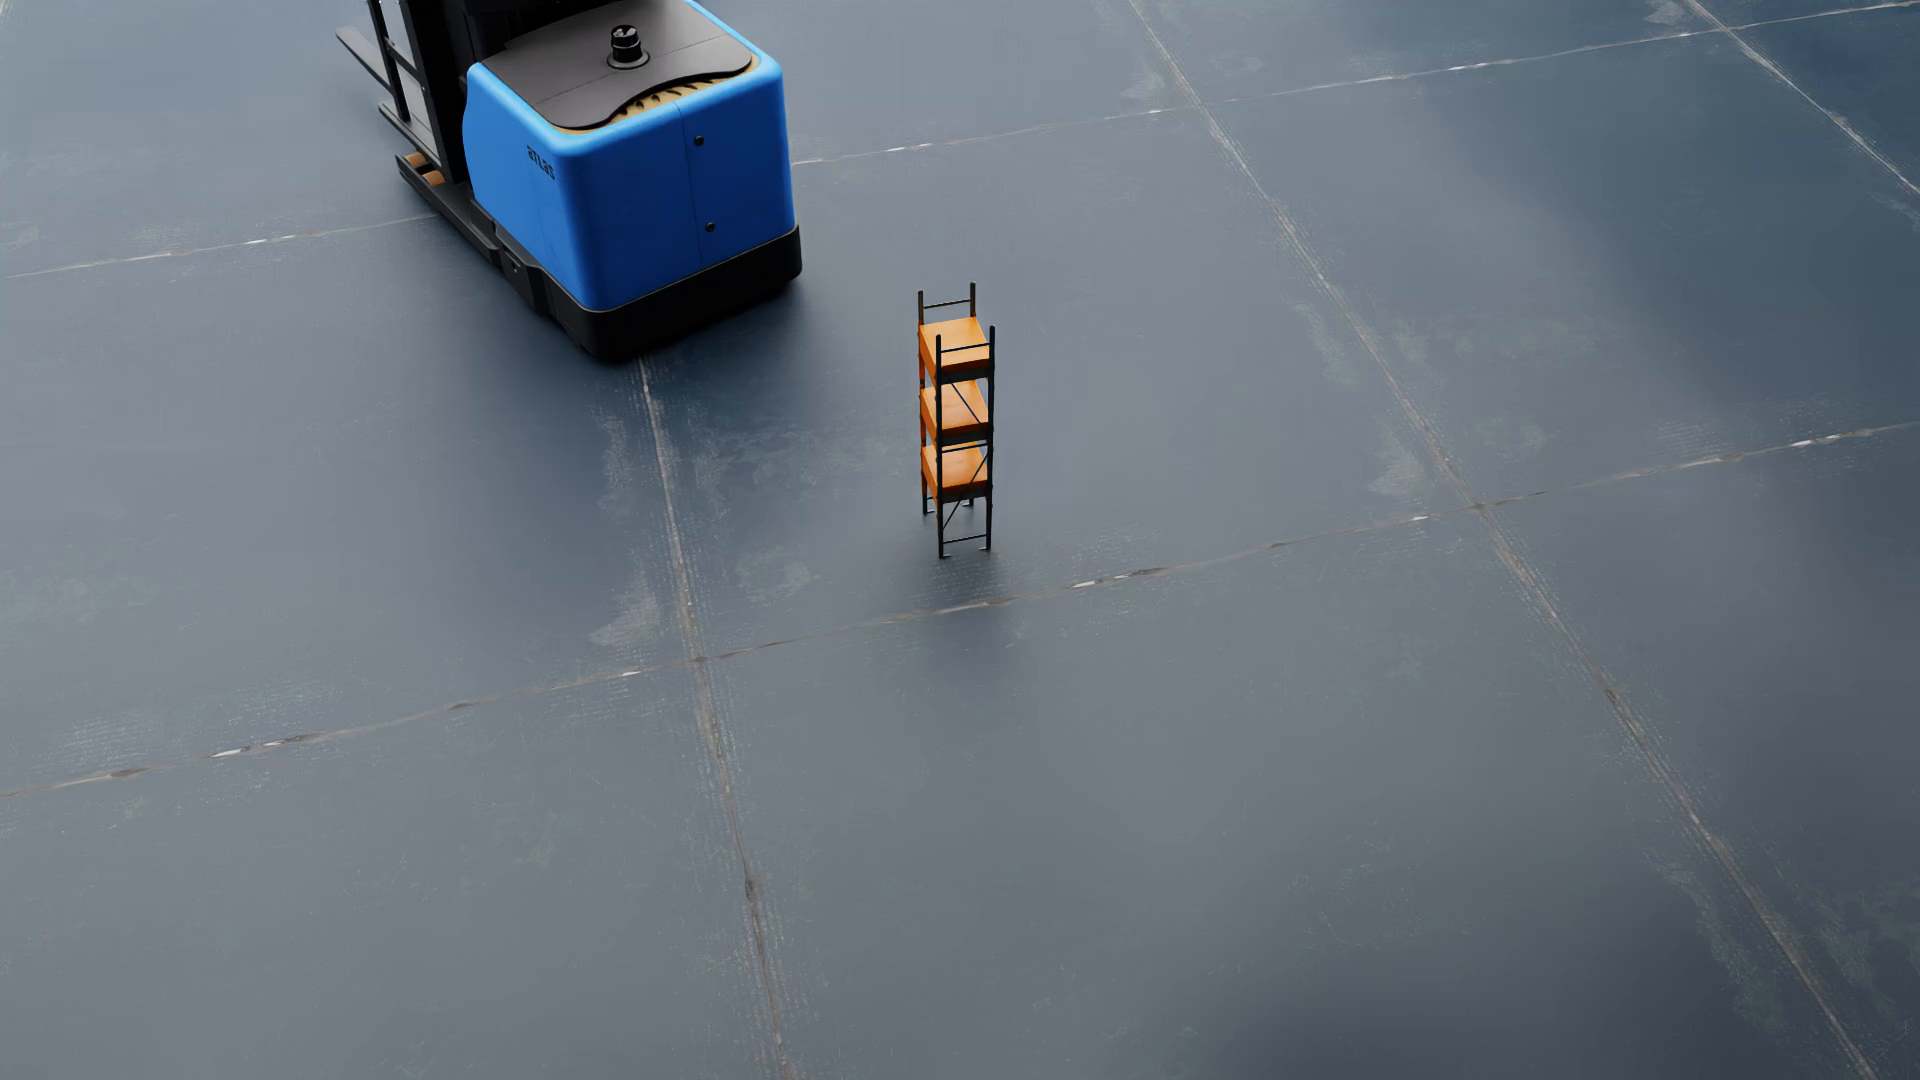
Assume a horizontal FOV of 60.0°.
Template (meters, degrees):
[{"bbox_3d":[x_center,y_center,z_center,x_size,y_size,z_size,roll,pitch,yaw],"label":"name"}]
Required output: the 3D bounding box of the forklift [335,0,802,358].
[{"bbox_3d":[-1.998,-2.778,6.920,1.130,2.935,3.031,-29,52,-26],"label":"forklift"}]

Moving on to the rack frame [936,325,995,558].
[{"bbox_3d":[0.018,-0.320,5.829,0.200,1.050,0.008,-11,47,-10],"label":"rack frame"}]

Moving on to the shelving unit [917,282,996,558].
[{"bbox_3d":[-0.014,-0.404,5.911,0.215,1.050,0.252,-11,47,-10],"label":"shelving unit"}]

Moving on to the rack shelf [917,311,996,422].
[{"bbox_3d":[-0.014,-0.596,5.716,0.215,0.259,0.240,-11,47,-10],"label":"rack shelf"}]

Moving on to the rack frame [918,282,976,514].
[{"bbox_3d":[-0.045,-0.489,5.994,0.200,1.050,0.008,-11,47,-10],"label":"rack frame"}]

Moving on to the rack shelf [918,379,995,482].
[{"bbox_3d":[-0.014,-0.397,5.919,0.215,0.259,0.240,-11,47,-10],"label":"rack shelf"}]

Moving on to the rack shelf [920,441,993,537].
[{"bbox_3d":[-0.014,-0.202,6.117,0.215,0.259,0.240,-11,47,-10],"label":"rack shelf"}]
